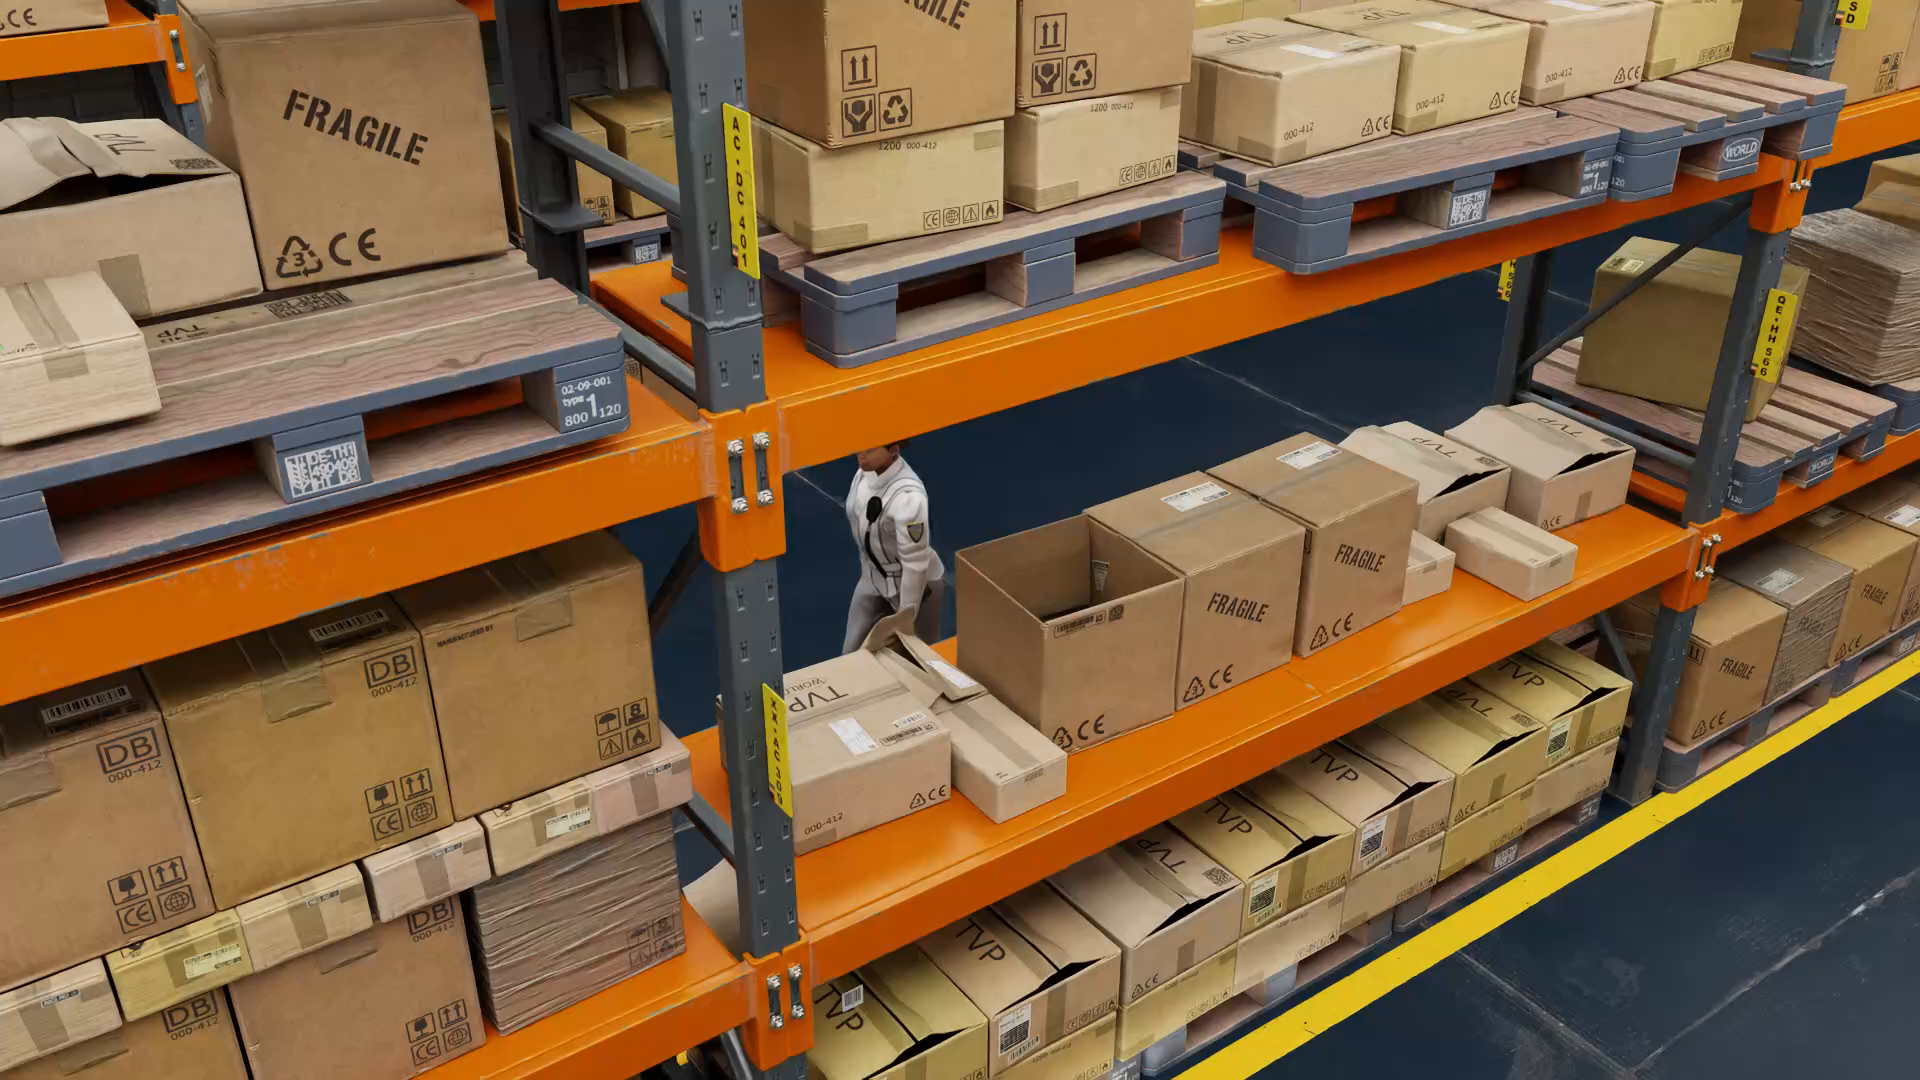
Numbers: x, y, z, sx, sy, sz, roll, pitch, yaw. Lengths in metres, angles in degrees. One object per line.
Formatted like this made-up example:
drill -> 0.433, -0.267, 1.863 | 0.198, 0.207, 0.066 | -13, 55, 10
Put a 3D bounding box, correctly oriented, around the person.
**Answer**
person -> -0.223, 0.206, 6.758 | 0.578, 1.714, 0.508 | -17, 33, -28
